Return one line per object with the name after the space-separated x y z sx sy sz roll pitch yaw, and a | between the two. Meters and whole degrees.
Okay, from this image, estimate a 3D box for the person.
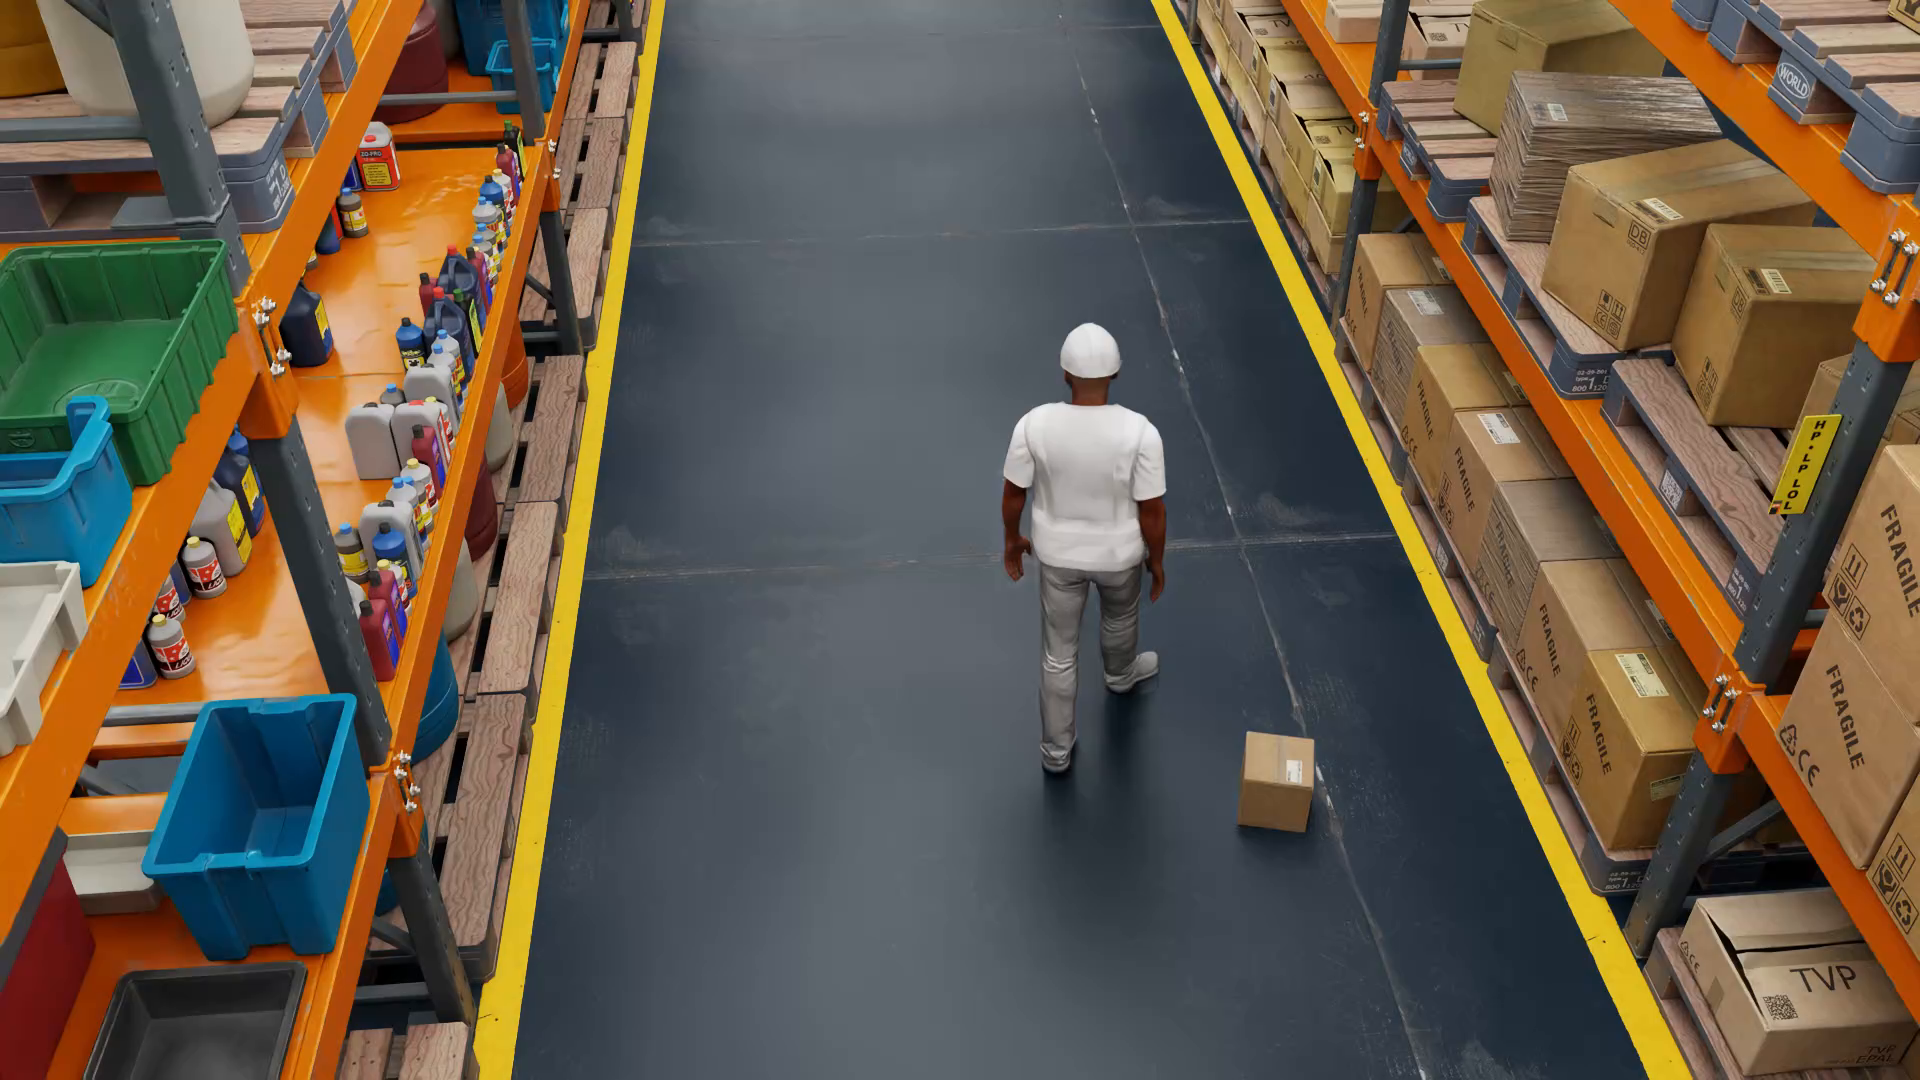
0.462 0.016 6.133 0.624 1.765 0.785 6 39 8 | person
